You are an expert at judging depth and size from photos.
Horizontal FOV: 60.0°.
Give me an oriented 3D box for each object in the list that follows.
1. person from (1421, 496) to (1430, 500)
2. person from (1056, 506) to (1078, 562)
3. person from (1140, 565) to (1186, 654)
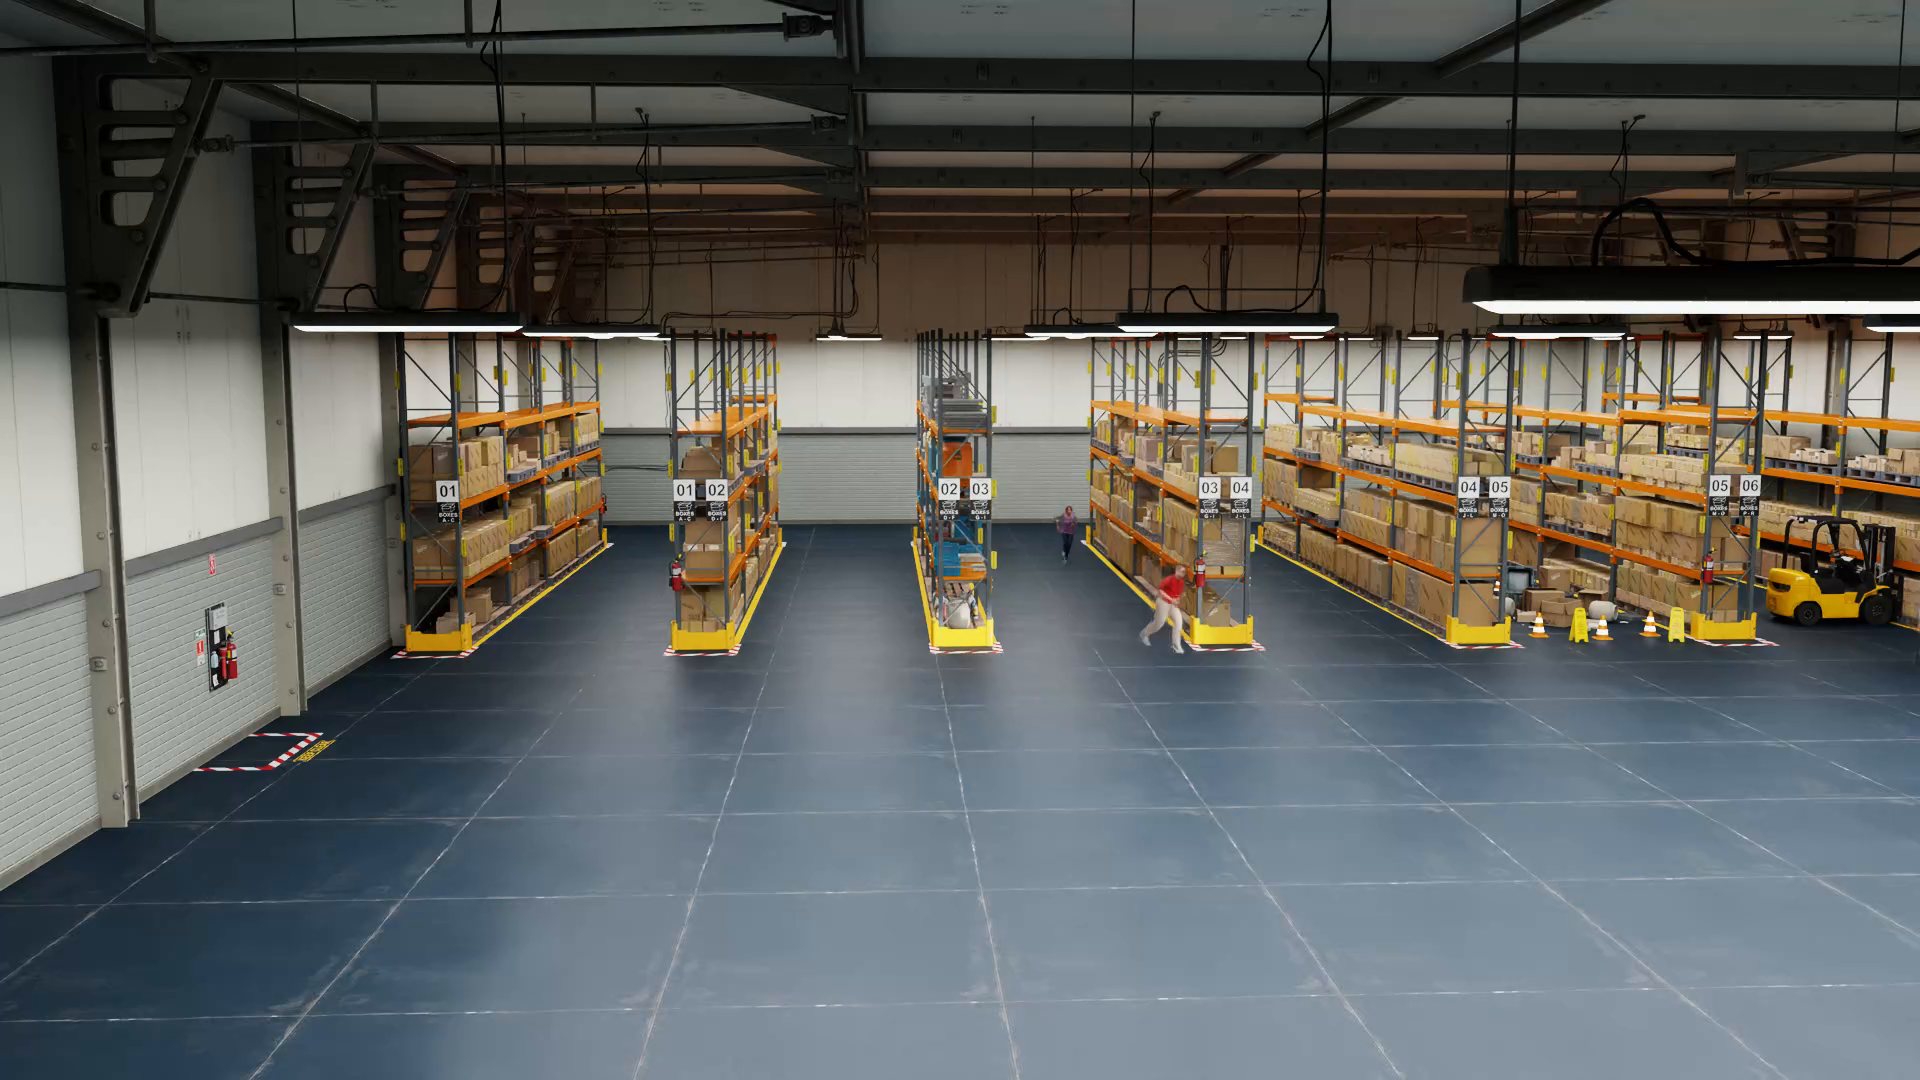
[{"bbox_3d":[13.859,-0.934,49.422,0.923,1.665,0.638,1,7,4],"label":"person"},{"bbox_3d":[2.796,-0.149,43.412,0.524,1.524,0.739,-1,7,-10],"label":"person"},{"bbox_3d":[3.814,1.269,31.145,1.020,1.695,0.703,6,9,42],"label":"person"}]
